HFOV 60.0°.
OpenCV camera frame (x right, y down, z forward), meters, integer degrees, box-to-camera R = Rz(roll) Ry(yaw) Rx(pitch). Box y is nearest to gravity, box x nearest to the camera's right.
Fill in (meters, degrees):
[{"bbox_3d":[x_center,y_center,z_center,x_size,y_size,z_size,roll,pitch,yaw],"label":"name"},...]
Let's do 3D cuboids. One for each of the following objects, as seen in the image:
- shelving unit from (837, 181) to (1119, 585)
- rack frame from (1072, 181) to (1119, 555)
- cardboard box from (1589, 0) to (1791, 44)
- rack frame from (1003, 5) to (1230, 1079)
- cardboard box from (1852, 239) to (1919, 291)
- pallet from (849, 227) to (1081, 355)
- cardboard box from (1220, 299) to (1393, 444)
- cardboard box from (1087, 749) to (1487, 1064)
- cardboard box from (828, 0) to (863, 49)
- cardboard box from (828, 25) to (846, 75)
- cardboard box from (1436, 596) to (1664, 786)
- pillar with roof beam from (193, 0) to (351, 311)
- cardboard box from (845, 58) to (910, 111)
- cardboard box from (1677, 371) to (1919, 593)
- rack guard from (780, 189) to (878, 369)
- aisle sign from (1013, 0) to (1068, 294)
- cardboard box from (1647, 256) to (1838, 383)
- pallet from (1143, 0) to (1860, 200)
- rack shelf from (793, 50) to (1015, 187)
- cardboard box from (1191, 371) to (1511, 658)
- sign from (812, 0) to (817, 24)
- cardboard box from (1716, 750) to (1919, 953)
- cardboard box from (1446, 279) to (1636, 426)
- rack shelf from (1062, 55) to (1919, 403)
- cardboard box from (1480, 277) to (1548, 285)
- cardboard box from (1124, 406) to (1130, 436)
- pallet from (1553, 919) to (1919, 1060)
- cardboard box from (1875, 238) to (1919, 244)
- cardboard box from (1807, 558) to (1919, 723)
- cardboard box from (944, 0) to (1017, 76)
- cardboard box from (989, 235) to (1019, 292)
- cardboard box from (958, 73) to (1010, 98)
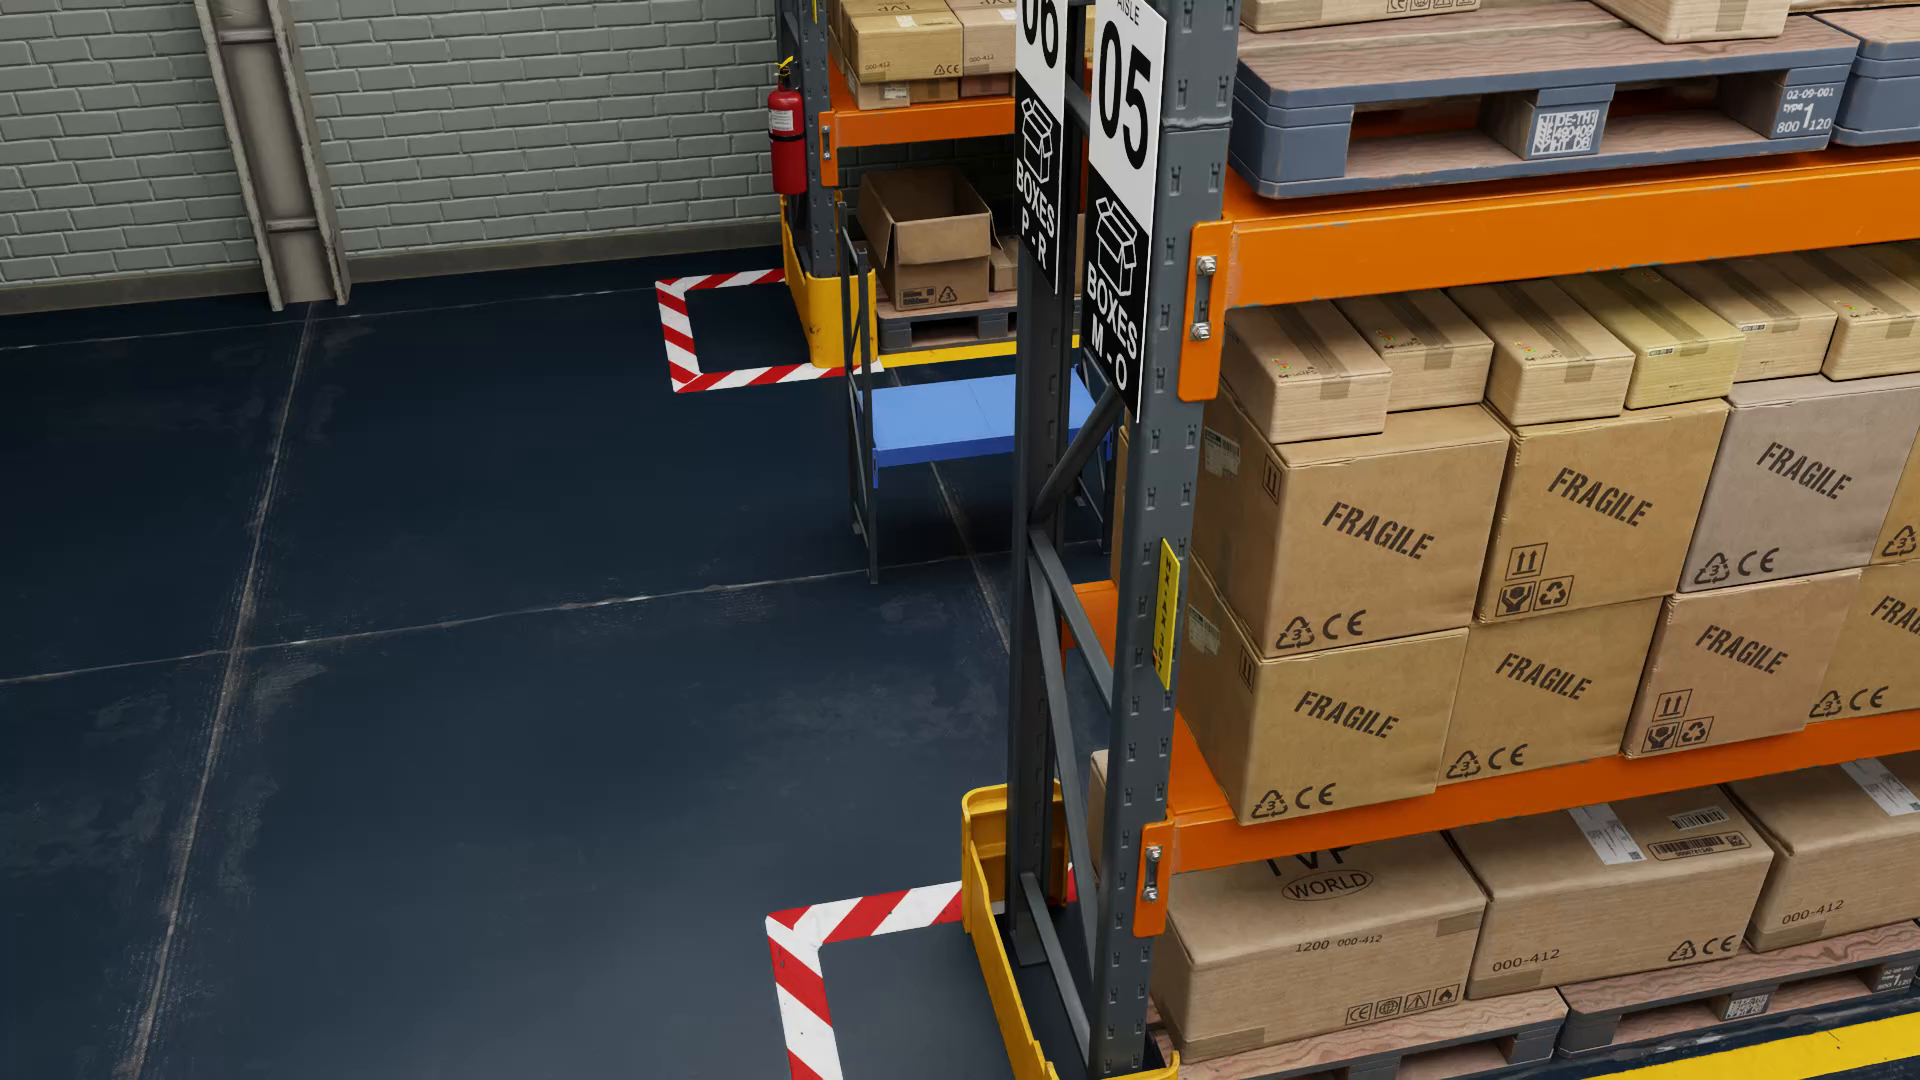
[{"bbox_3d":[0.083,-0.633,6.848,1.048,1.500,0.538,-7,35,-11],"label":"shelving unit"},{"bbox_3d":[0.579,-0.696,6.941,0.032,1.500,0.500,-7,35,-11],"label":"rack frame"},{"bbox_3d":[1.425,-1.118,3.291,0.250,0.149,0.380,-6,34,-9],"label":"cardboard box"},{"bbox_3d":[0.313,0.248,4.189,0.127,3.000,1.000,-7,35,-11],"label":"rack frame"},{"bbox_3d":[2.242,-0.539,3.792,0.250,0.149,0.380,-8,35,-12],"label":"cardboard box"},{"bbox_3d":[0.066,-1.399,9.146,1.213,0.211,1.003,-7,35,-11],"label":"pallet"},{"bbox_3d":[0.720,-0.371,3.542,0.250,0.149,0.380,-6,34,-10],"label":"cardboard box"},{"bbox_3d":[0.935,1.002,4.987,0.875,0.438,0.875,-8,35,-12],"label":"cardboard box"},{"bbox_3d":[-0.396,-2.711,8.466,0.500,0.250,0.500,-6,34,-9],"label":"cardboard box"},{"bbox_3d":[-0.522,-2.532,8.556,0.250,0.149,0.380,-8,35,-11],"label":"cardboard box"},{"bbox_3d":[1.332,0.226,4.131,0.500,0.500,0.500,-8,35,-11],"label":"cardboard box"},{"bbox_3d":[-2.665,-2.759,3.286,0.400,9.000,9.100,-7,35,-11],"label":"pillar with roof beam"},{"bbox_3d":[-0.405,-2.236,8.116,0.250,0.149,0.380,-7,35,-11],"label":"cardboard box"},{"bbox_3d":[1.847,-0.248,3.940,0.500,0.500,0.500,-7,35,-11],"label":"cardboard box"},{"bbox_3d":[-0.712,-1.421,8.919,0.348,0.500,1.175,-7,35,-11],"label":"rack guard"},{"bbox_3d":[0.174,-0.991,3.702,0.004,0.787,0.394,-7,35,-11],"label":"aisle sign"},{"bbox_3d":[1.736,-0.515,3.756,0.250,0.149,0.380,-7,34,-10],"label":"cardboard box"},{"bbox_3d":[1.034,-1.058,3.522,1.213,0.211,1.003,-7,35,-11],"label":"pallet"},{"bbox_3d":[1.165,-2.397,8.775,4.000,0.370,1.077,-7,35,-11],"label":"rack shelf"},{"bbox_3d":[0.844,-0.113,3.739,0.500,0.500,0.500,-8,35,-12],"label":"cardboard box"},{"bbox_3d":[-0.666,-2.514,7.527,0.005,0.325,0.100,-7,35,-11],"label":"sign"},{"bbox_3d":[2.705,0.775,5.326,0.875,0.438,0.875,-8,35,-12],"label":"cardboard box"},{"bbox_3d":[1.239,-0.412,3.603,0.250,0.149,0.380,-6,34,-9],"label":"cardboard box"},{"bbox_3d":[2.264,-0.945,3.920,4.000,0.370,1.077,-7,35,-11],"label":"rack shelf"},{"bbox_3d":[1.349,-0.761,4.124,0.250,0.149,0.380,-6,34,-9],"label":"cardboard box"},{"bbox_3d":[0.731,-0.397,4.163,0.500,0.500,0.500,-6,34,-9],"label":"cardboard box"},{"bbox_3d":[2.263,1.117,5.396,1.213,0.211,1.003,-7,35,-11],"label":"pallet"},{"bbox_3d":[2.360,-0.895,4.323,0.250,0.149,0.380,-7,35,-10],"label":"cardboard box"},{"bbox_3d":[2.317,0.103,4.315,0.500,0.500,0.500,-6,34,-9],"label":"cardboard box"},{"bbox_3d":[0.208,-2.482,8.124,0.500,0.250,0.500,-7,34,-10],"label":"cardboard box"},{"bbox_3d":[0.255,-1.495,8.967,0.250,0.149,0.380,-9,35,-12],"label":"cardboard box"},{"bbox_3d":[0.082,-2.344,8.276,0.250,0.149,0.380,-8,35,-11],"label":"cardboard box"}]
